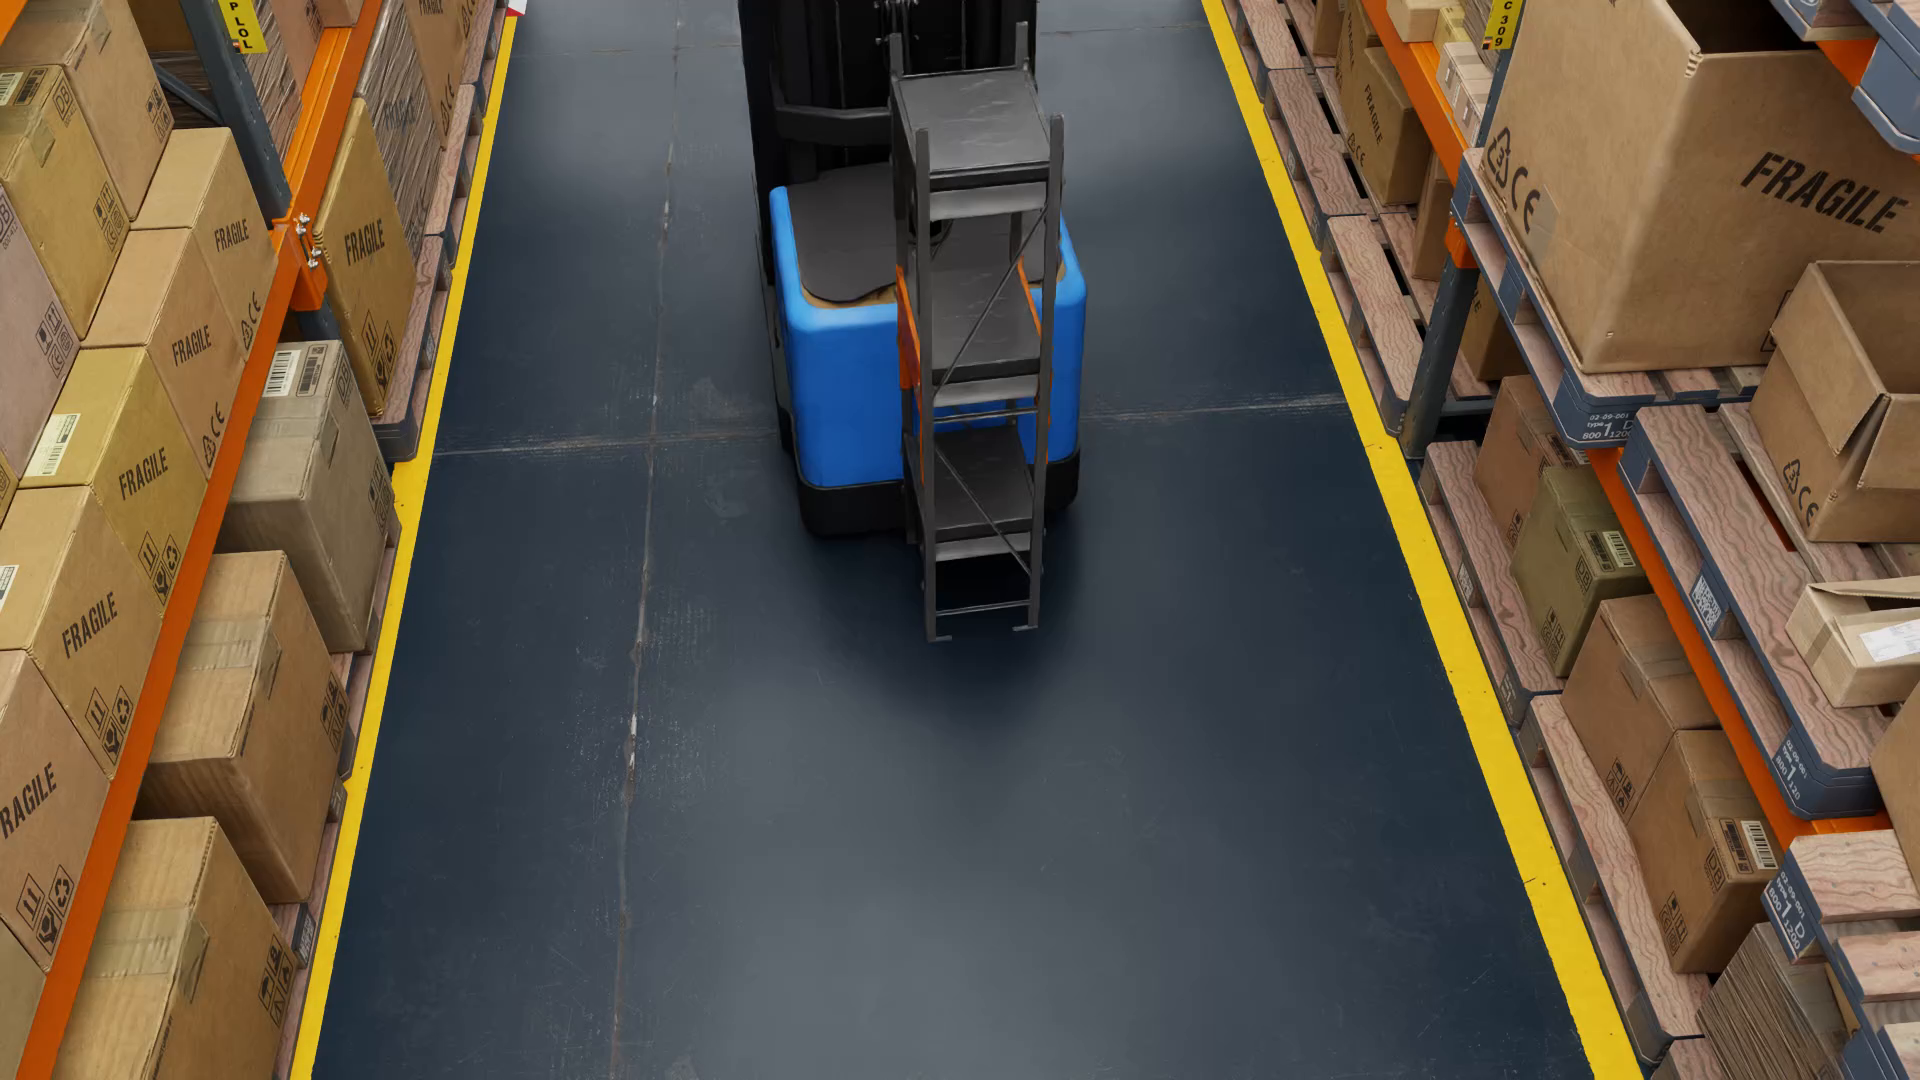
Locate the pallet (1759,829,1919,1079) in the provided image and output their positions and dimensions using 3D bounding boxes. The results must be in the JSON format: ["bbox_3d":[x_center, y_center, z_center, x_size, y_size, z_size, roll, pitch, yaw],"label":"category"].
[{"bbox_3d":[2.417,1.035,3.336,1.213,0.211,1.003,-3,47,-3],"label":"pallet"}]

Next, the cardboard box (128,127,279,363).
[{"bbox_3d":[-2.393,-0.861,4.931,0.500,0.500,0.500,-4,47,-4],"label":"cardboard box"}]

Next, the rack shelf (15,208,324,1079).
[{"bbox_3d":[-2.535,0.506,4.200,1.077,0.370,4.000,-3,47,-3],"label":"rack shelf"}]

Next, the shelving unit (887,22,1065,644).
[{"bbox_3d":[0.039,-0.559,5.333,0.431,2.100,0.503,-7,47,-7],"label":"shelving unit"}]

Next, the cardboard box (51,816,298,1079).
[{"bbox_3d":[-2.406,1.257,4.254,1.050,0.750,0.750,-3,47,-3],"label":"cardboard box"}]

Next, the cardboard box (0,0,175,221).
[{"bbox_3d":[-2.655,-1.207,4.570,0.700,0.500,0.500,-4,47,-4],"label":"cardboard box"}]

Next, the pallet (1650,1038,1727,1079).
[{"bbox_3d":[2.519,1.871,4.332,1.003,0.211,1.213,-3,47,-3],"label":"pallet"}]

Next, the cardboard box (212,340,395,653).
[{"bbox_3d":[-2.561,-0.115,5.553,1.050,0.750,0.750,-4,47,-3],"label":"cardboard box"}]

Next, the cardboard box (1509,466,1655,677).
[{"bbox_3d":[2.299,0.084,5.523,0.700,0.500,0.500,-4,47,-4],"label":"cardboard box"}]

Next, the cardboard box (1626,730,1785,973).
[{"bbox_3d":[2.394,0.892,4.758,0.700,0.500,0.500,0,47,0],"label":"cardboard box"}]

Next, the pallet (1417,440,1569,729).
[{"bbox_3d":[2.315,0.106,6.004,1.003,0.211,1.213,-3,47,-3],"label":"pallet"}]

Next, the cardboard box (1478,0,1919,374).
[{"bbox_3d":[2.175,-1.184,4.603,1.000,1.000,1.000,-3,47,-3],"label":"cardboard box"}]

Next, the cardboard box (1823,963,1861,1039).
[{"bbox_3d":[2.443,1.062,4.080,0.500,0.250,0.500,1,47,1],"label":"cardboard box"}]

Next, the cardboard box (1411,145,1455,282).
[{"bbox_3d":[2.199,-1.407,6.949,0.500,0.500,0.500,10,47,9],"label":"cardboard box"}]

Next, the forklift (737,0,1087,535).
[{"bbox_3d":[-0.302,-2.110,6.230,1.130,2.935,3.031,-7,47,-6],"label":"forklift"}]

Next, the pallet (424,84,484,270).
[{"bbox_3d":[-2.794,-1.669,7.685,1.003,0.211,1.213,-3,47,-3],"label":"pallet"}]

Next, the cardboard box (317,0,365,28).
[{"bbox_3d":[-2.742,-2.300,6.259,0.875,0.550,0.550,-3,47,-3],"label":"cardboard box"}]

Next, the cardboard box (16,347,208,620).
[{"bbox_3d":[-2.308,-0.130,4.238,0.500,0.500,0.500,-3,47,-3],"label":"cardboard box"}]

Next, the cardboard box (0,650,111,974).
[{"bbox_3d":[-2.224,0.598,3.549,0.500,0.500,0.500,-4,47,-3],"label":"cardboard box"}]

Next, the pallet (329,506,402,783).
[{"bbox_3d":[-2.563,0.325,5.797,1.003,0.211,1.213,-3,47,-3],"label":"pallet"}]

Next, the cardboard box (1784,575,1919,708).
[{"bbox_3d":[2.174,0.189,3.808,0.396,0.266,0.258,-5,47,-4],"label":"cardboard box"}]

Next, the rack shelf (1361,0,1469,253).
[{"bbox_3d":[2.081,-2.616,7.157,1.077,0.370,4.000,-3,47,-3],"label":"rack shelf"}]

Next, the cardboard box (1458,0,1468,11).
[{"bbox_3d":[2.265,-2.246,6.038,0.875,0.500,0.500,-3,47,-3],"label":"cardboard box"}]

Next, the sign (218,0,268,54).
[{"bbox_3d":[-2.163,-1.599,4.955,0.100,0.325,0.005,-3,47,-3],"label":"sign"}]

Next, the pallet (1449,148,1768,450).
[{"bbox_3d":[2.167,-0.789,5.063,1.003,0.211,1.213,-3,47,-3],"label":"pallet"}]

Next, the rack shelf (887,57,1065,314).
[{"bbox_3d":[0.039,-1.031,4.835,0.431,0.518,0.480,-7,47,-7],"label":"rack shelf"}]

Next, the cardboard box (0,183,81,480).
[{"bbox_3d":[-2.568,-0.470,3.871,0.700,0.500,0.500,-3,47,-3],"label":"cardboard box"}]

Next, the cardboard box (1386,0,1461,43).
[{"bbox_3d":[1.833,-2.008,6.258,0.380,0.149,0.250,-3,47,-3],"label":"cardboard box"}]

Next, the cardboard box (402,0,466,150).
[{"bbox_3d":[-2.839,-2.373,7.605,0.875,0.875,0.875,-4,47,-4],"label":"cardboard box"}]

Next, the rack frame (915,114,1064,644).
[{"bbox_3d":[0.080,-0.384,5.168,0.400,2.100,0.015,-7,47,-7],"label":"rack frame"}]

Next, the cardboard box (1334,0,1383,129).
[{"bbox_3d":[2.067,-2.258,7.755,0.500,0.500,0.500,0,47,0],"label":"cardboard box"}]

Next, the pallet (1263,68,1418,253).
[{"bbox_3d":[2.052,-1.826,7.834,1.003,0.211,1.213,-3,47,-3],"label":"pallet"}]

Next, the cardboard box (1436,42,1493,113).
[{"bbox_3d":[1.926,-1.649,5.919,0.380,0.149,0.250,-3,47,-3],"label":"cardboard box"}]

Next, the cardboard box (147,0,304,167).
[{"bbox_3d":[-2.746,-1.506,5.507,0.875,0.550,0.550,-3,47,-3],"label":"cardboard box"}]

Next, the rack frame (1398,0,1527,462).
[{"bbox_3d":[2.248,-1.416,5.525,1.000,3.000,0.127,-3,47,-3],"label":"rack frame"}]

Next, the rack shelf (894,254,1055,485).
[{"bbox_3d":[0.039,-0.550,5.343,0.431,0.518,0.480,-7,47,-7],"label":"rack shelf"}]

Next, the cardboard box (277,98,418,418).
[{"bbox_3d":[-2.686,-1.061,6.363,0.875,0.875,0.875,-3,47,-3],"label":"cardboard box"}]
